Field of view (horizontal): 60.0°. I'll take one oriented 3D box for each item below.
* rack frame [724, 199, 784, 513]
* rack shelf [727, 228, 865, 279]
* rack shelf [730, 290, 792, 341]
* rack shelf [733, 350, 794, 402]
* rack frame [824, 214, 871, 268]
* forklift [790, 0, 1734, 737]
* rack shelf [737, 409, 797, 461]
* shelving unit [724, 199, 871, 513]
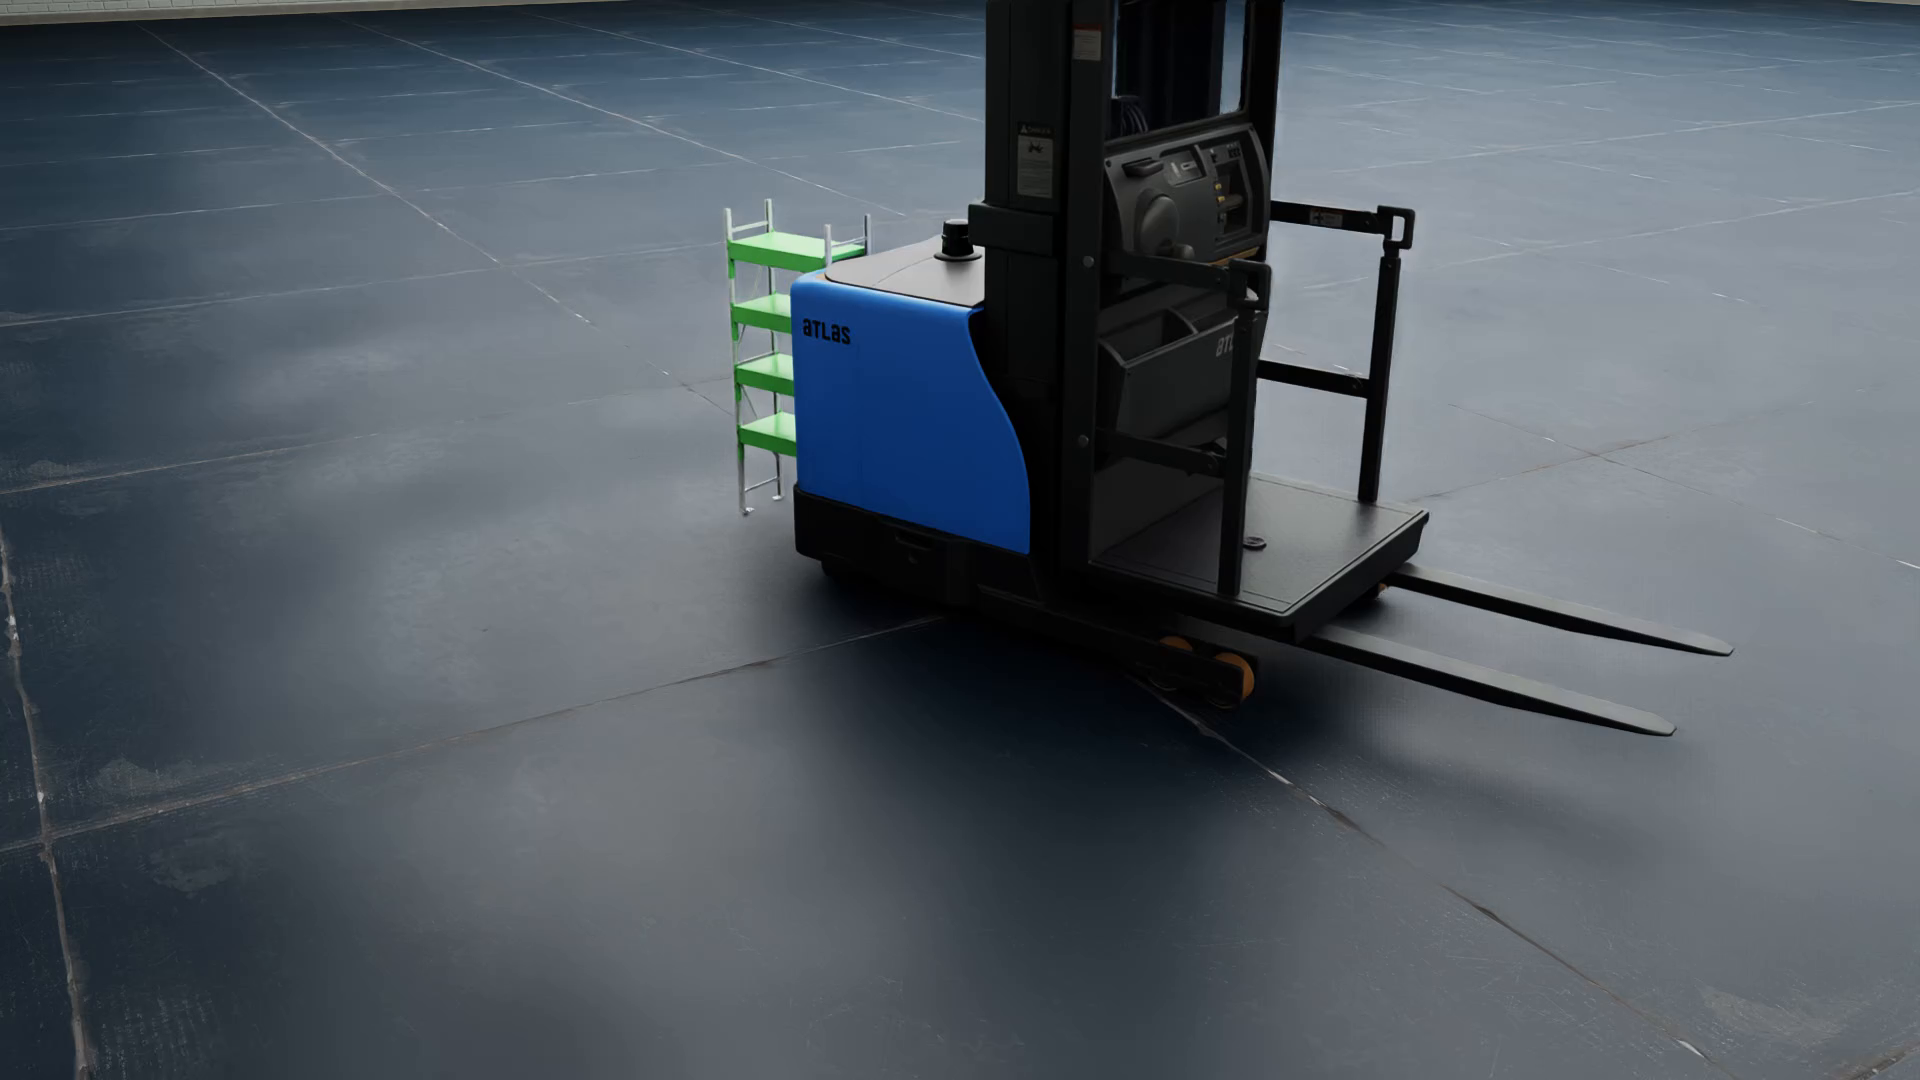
[{"bbox_3d":[-0.792,-0.698,6.436,0.015,1.200,0.240,16,27,34],"label":"rack frame"},{"bbox_3d":[-0.597,-1.029,6.144,0.480,0.148,0.258,16,27,34],"label":"rack shelf"},{"bbox_3d":[-0.597,-0.806,6.234,0.480,0.148,0.258,16,27,34],"label":"rack shelf"},{"bbox_3d":[-0.597,-0.584,6.325,0.480,0.148,0.258,16,27,34],"label":"rack shelf"},{"bbox_3d":[-0.402,-0.588,6.165,0.015,1.200,0.240,16,27,34],"label":"rack frame"},{"bbox_3d":[0.885,-1.072,5.057,3.031,2.935,1.130,16,27,34],"label":"forklift"},{"bbox_3d":[-0.597,-0.362,6.415,0.480,0.148,0.258,16,27,34],"label":"rack shelf"},{"bbox_3d":[-0.597,-0.643,6.301,0.503,1.200,0.258,16,27,34],"label":"shelving unit"}]
